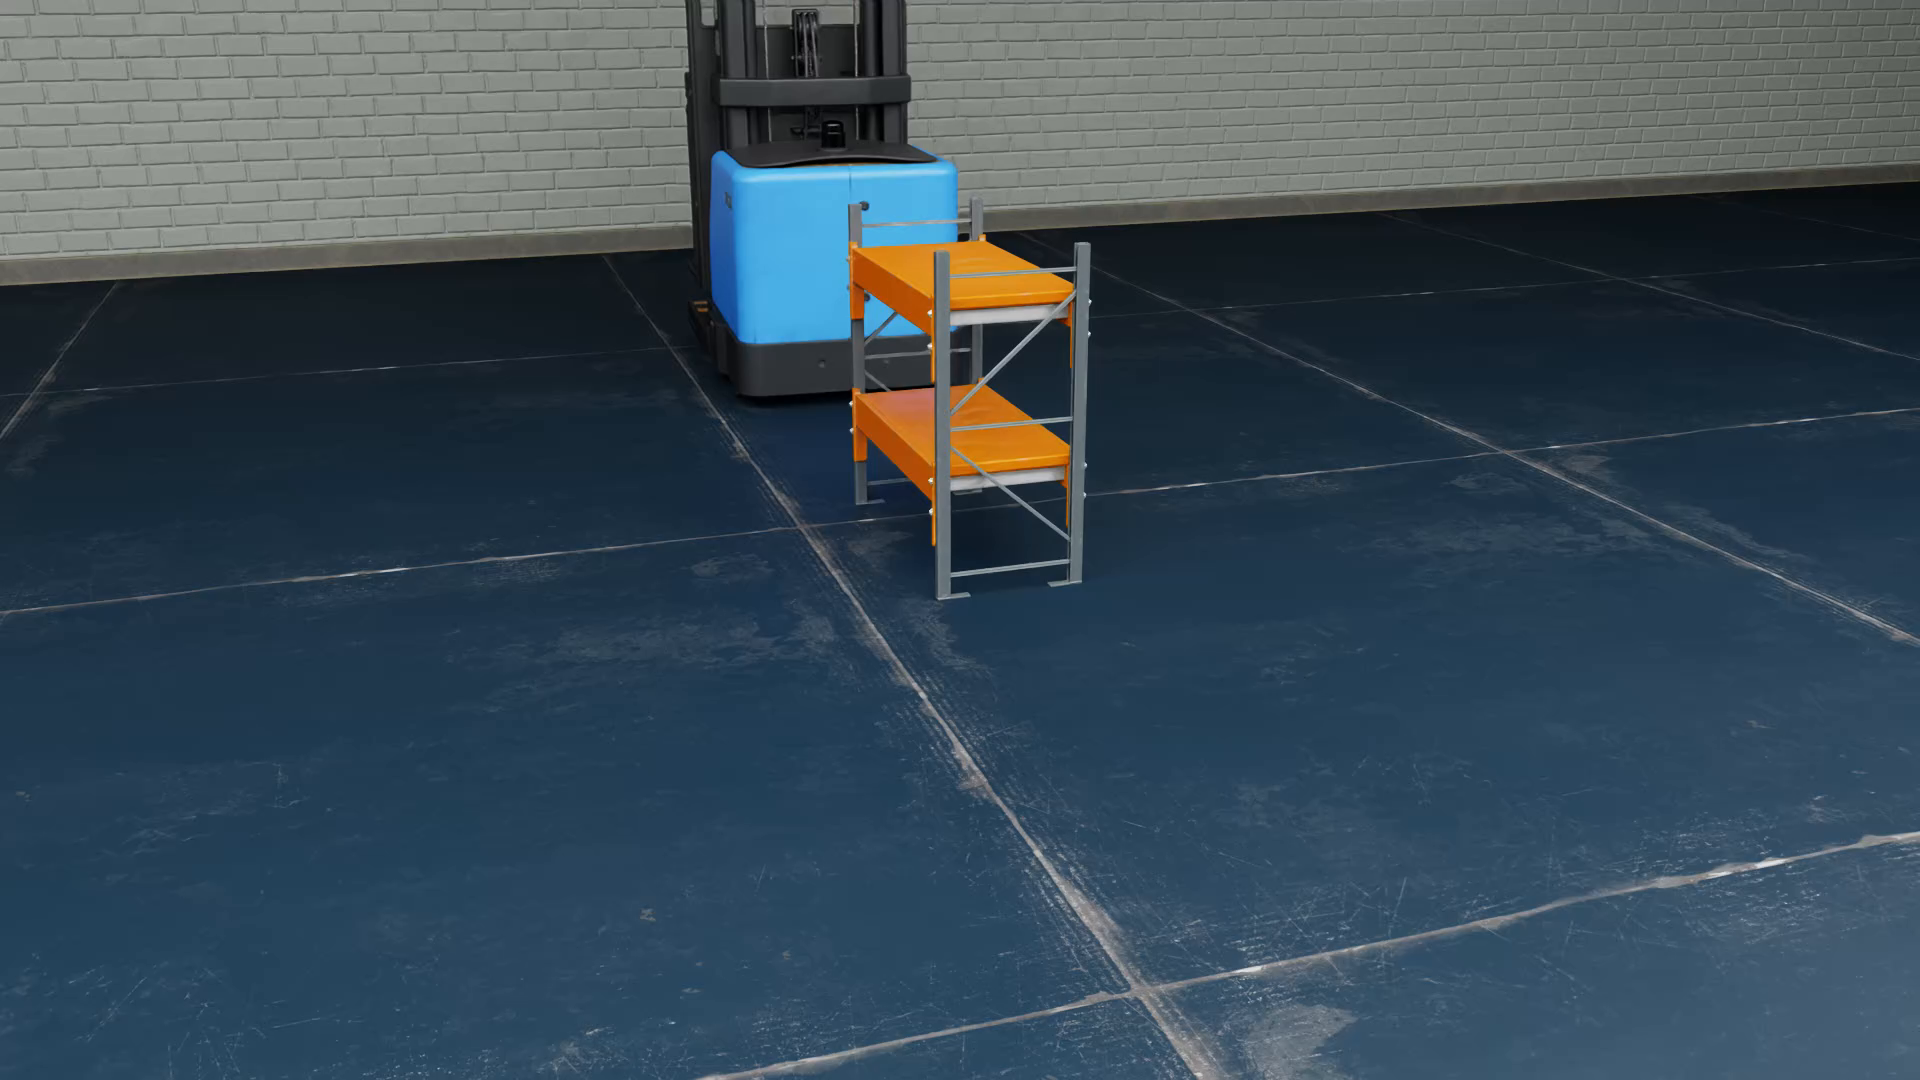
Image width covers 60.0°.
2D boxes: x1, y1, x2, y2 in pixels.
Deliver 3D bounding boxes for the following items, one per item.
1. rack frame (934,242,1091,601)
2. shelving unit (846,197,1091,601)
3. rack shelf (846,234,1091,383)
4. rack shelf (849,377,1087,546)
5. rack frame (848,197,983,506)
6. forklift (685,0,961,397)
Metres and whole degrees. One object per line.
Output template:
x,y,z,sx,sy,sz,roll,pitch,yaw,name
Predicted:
0.162,-0.364,5.266,0.500,1.125,0.032,-6,21,-17,rack frame
0.002,-0.527,5.720,0.538,1.125,1.048,-6,21,-17,shelving unit
0.002,-0.803,5.621,0.538,0.278,1.000,-6,21,-17,rack shelf
0.002,-0.297,5.803,0.538,0.278,1.000,-6,21,-17,rack shelf
-0.158,-0.690,6.174,0.500,1.125,0.032,-6,21,-17,rack frame
-0.869,-2.490,8.512,1.130,2.935,3.031,-5,20,-14,forklift
